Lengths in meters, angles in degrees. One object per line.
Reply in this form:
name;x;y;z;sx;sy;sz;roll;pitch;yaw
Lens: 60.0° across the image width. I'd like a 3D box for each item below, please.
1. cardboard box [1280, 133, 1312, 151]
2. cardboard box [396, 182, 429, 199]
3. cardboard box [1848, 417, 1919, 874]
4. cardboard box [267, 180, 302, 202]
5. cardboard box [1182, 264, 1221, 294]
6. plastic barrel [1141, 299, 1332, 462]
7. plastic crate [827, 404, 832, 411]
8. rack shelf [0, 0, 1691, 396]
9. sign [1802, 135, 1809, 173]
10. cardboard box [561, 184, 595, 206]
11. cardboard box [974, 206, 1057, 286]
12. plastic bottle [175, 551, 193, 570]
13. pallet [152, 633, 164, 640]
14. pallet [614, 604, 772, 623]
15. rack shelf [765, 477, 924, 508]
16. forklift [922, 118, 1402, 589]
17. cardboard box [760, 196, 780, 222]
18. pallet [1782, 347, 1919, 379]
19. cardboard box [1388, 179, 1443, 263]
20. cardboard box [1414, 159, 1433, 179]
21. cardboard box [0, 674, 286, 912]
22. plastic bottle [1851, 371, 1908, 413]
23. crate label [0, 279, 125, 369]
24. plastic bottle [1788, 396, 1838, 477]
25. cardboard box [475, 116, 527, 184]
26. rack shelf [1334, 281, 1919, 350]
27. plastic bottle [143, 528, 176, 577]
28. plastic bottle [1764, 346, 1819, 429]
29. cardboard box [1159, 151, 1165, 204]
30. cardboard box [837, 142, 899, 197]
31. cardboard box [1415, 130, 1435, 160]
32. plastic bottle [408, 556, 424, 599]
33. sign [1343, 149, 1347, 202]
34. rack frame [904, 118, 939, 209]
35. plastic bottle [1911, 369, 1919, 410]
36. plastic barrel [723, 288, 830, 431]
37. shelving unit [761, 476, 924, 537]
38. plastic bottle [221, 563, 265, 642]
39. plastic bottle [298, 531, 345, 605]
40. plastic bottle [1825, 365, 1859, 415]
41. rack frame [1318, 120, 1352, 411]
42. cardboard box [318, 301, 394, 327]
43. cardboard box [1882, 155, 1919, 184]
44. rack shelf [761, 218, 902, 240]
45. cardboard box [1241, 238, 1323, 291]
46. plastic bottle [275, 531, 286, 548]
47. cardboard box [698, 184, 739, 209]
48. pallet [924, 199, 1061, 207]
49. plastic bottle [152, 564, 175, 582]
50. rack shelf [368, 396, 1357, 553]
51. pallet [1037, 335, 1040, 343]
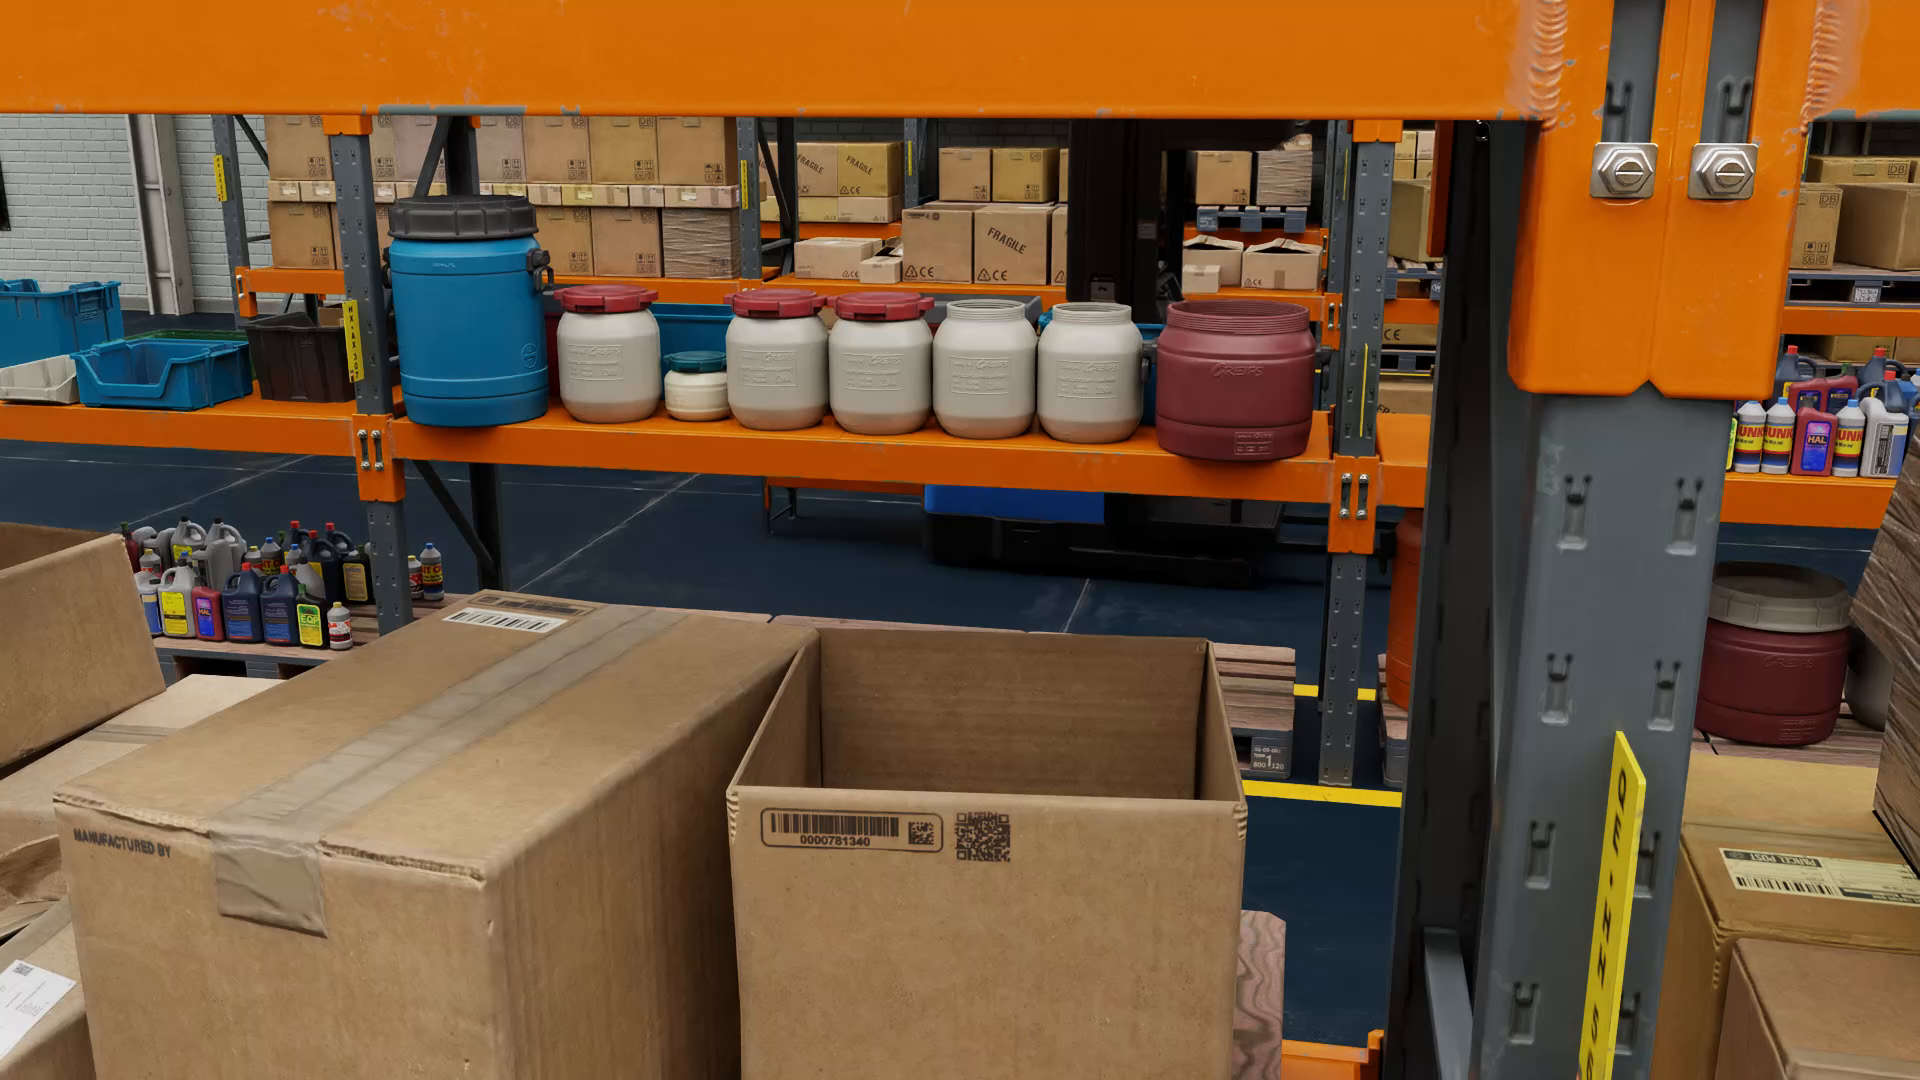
cardboard box;3.196;-3.784;15.805;0.250;0.149;0.380;1;16;4
cardboard box;-3.930;-2.559;12.208;0.250;0.149;0.380;3;16;9
cardboard box;1.292;0.199;1.590;0.637;0.503;0.797;4;16;13
cardboard box;-4.942;-2.613;12.405;0.250;0.149;0.380;3;16;11
cardboard box;1.620;-1.759;11.192;0.250;0.149;0.380;3;16;11
plastic barrel;1.050;-0.620;6.355;0.708;0.536;0.600;3;16;11
plastic crate;-0.591;-0.700;7.299;0.662;0.188;0.450;3;16;11
rack shelf;-1.381;-0.518;1.972;4.000;0.370;1.077;3;16;11
sign;7.361;-3.365;14.500;0.005;0.325;0.100;3;16;11
cardboard box;-2.669;-2.491;11.962;0.250;0.149;0.380;3;16;11
cardboard box;0.393;-2.065;11.642;0.500;0.500;0.500;3;16;11
plastic bottle;-3.828;0.155;8.231;0.097;0.201;0.097;0;15;0
pallet;-4.203;0.412;8.111;1.213;0.211;1.003;3;16;11
pallet;-1.577;0.554;7.596;1.213;0.211;1.003;3;16;11
rack shelf;-0.622;-0.357;10.090;1.000;0.278;0.538;4;16;14
forklift;1.358;-1.304;9.209;3.031;2.935;1.130;4;16;14
cardboard box;-1.887;-3.348;16.702;0.500;0.250;0.500;3;16;11
pallet;8.189;-1.583;15.310;1.213;0.211;1.003;3;16;11
cardboard box;3.196;-2.151;11.163;0.500;0.500;0.700;-2;16;-8
cardboard box;4.476;-3.278;15.426;0.500;0.500;0.500;4;16;13
cardboard box;-1.018;0.408;2.396;0.500;0.250;0.500;3;16;10
plastic bottle;3.338;-0.441;6.057;0.185;0.351;0.144;3;16;11
crate label;-4.417;-1.024;8.004;0.616;0.435;0.502;3;16;11
plastic bottle;3.048;-0.371;5.932;0.133;0.283;0.061;3;16;11
cardboard box;-3.275;-2.892;12.197;0.500;0.500;0.700;3;16;11
rack shelf;4.516;-1.451;10.959;4.000;0.370;1.077;3;16;11
plastic bottle;-4.009;0.077;8.372;0.135;0.276;0.152;3;16;10
plastic bottle;3.315;-0.595;6.612;0.185;0.351;0.144;3;16;11
cardboard box;1.852;-3.543;16.153;0.500;0.500;0.700;3;16;11
cardboard box;-0.905;-3.656;16.410;0.500;0.500;0.500;3;16;11
cardboard box;4.460;-3.643;15.337;0.500;0.250;0.500;3;16;10
plastic bottle;-2.679;0.178;8.148;0.097;0.201;0.097;0;15;0
sign;2.449;-2.317;10.568;0.005;0.325;0.100;3;16;11
rack frame;-0.380;-3.413;16.694;0.127;3.000;1.000;3;16;11
plastic bottle;3.769;-0.538;6.557;0.097;0.271;0.097;0;15;0
plastic barrel;-0.742;-0.740;6.788;0.433;0.535;0.433;0;15;0
shelving unit;-0.622;-0.593;10.025;1.048;1.125;0.538;4;16;14
plastic bottle;-3.231;0.274;7.521;0.185;0.351;0.144;2;16;8
plastic bottle;-3.091;0.129;8.044;0.185;0.351;0.144;3;16;11
plastic bottle;3.467;-0.549;6.573;0.133;0.283;0.061;3;16;11
rack frame;2.556;-1.904;11.247;0.127;3.000;1.000;3;16;11
cardboard box;-4.698;-1.618;13.172;0.500;0.500;0.500;3;16;11
cardboard box;8.702;-3.059;14.853;0.700;0.700;0.980;3;16;10
rack shelf;-2.340;-3.173;17.174;4.000;0.370;1.077;3;16;11
cardboard box;2.209;-1.892;11.370;0.500;0.311;0.500;4;16;15
plastic bottle;-3.401;0.094;8.296;0.133;0.283;0.061;4;16;14
cardboard box;-1.673;-2.436;11.765;0.250;0.149;0.380;3;16;11
pallet;0.340;-3.242;16.436;1.213;0.211;1.003;3;16;11
plastic bottle;-3.685;0.252;7.728;0.133;0.283;0.061;3;16;11
rack shelf;-0.394;-0.368;7.050;4.000;0.370;1.077;3;16;11
pallet;0.383;-2.028;16.918;1.213;0.211;1.003;3;16;11
